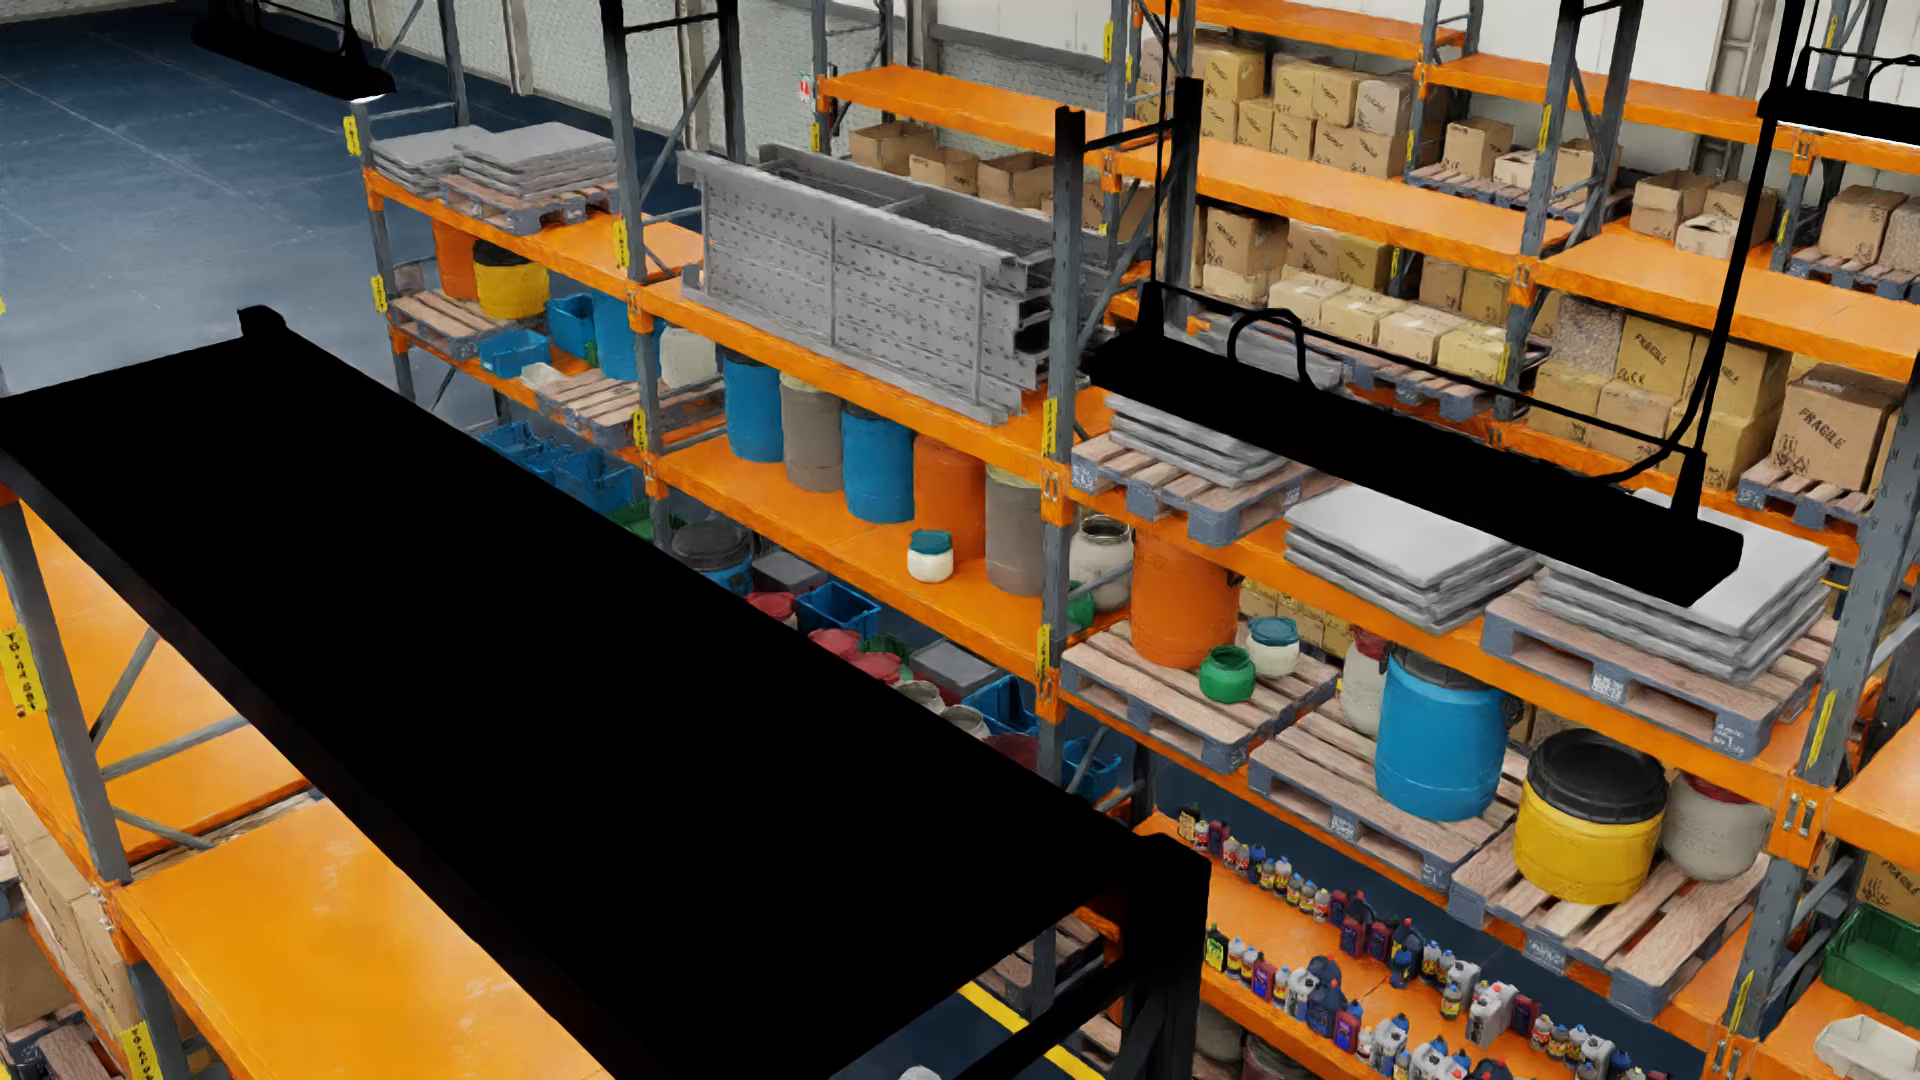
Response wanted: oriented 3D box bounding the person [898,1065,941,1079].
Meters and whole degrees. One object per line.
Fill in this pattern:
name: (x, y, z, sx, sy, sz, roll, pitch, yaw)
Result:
person: (-0.124, 3.487, 8.580, 0.660, 1.682, 0.915, -20, 34, -33)
